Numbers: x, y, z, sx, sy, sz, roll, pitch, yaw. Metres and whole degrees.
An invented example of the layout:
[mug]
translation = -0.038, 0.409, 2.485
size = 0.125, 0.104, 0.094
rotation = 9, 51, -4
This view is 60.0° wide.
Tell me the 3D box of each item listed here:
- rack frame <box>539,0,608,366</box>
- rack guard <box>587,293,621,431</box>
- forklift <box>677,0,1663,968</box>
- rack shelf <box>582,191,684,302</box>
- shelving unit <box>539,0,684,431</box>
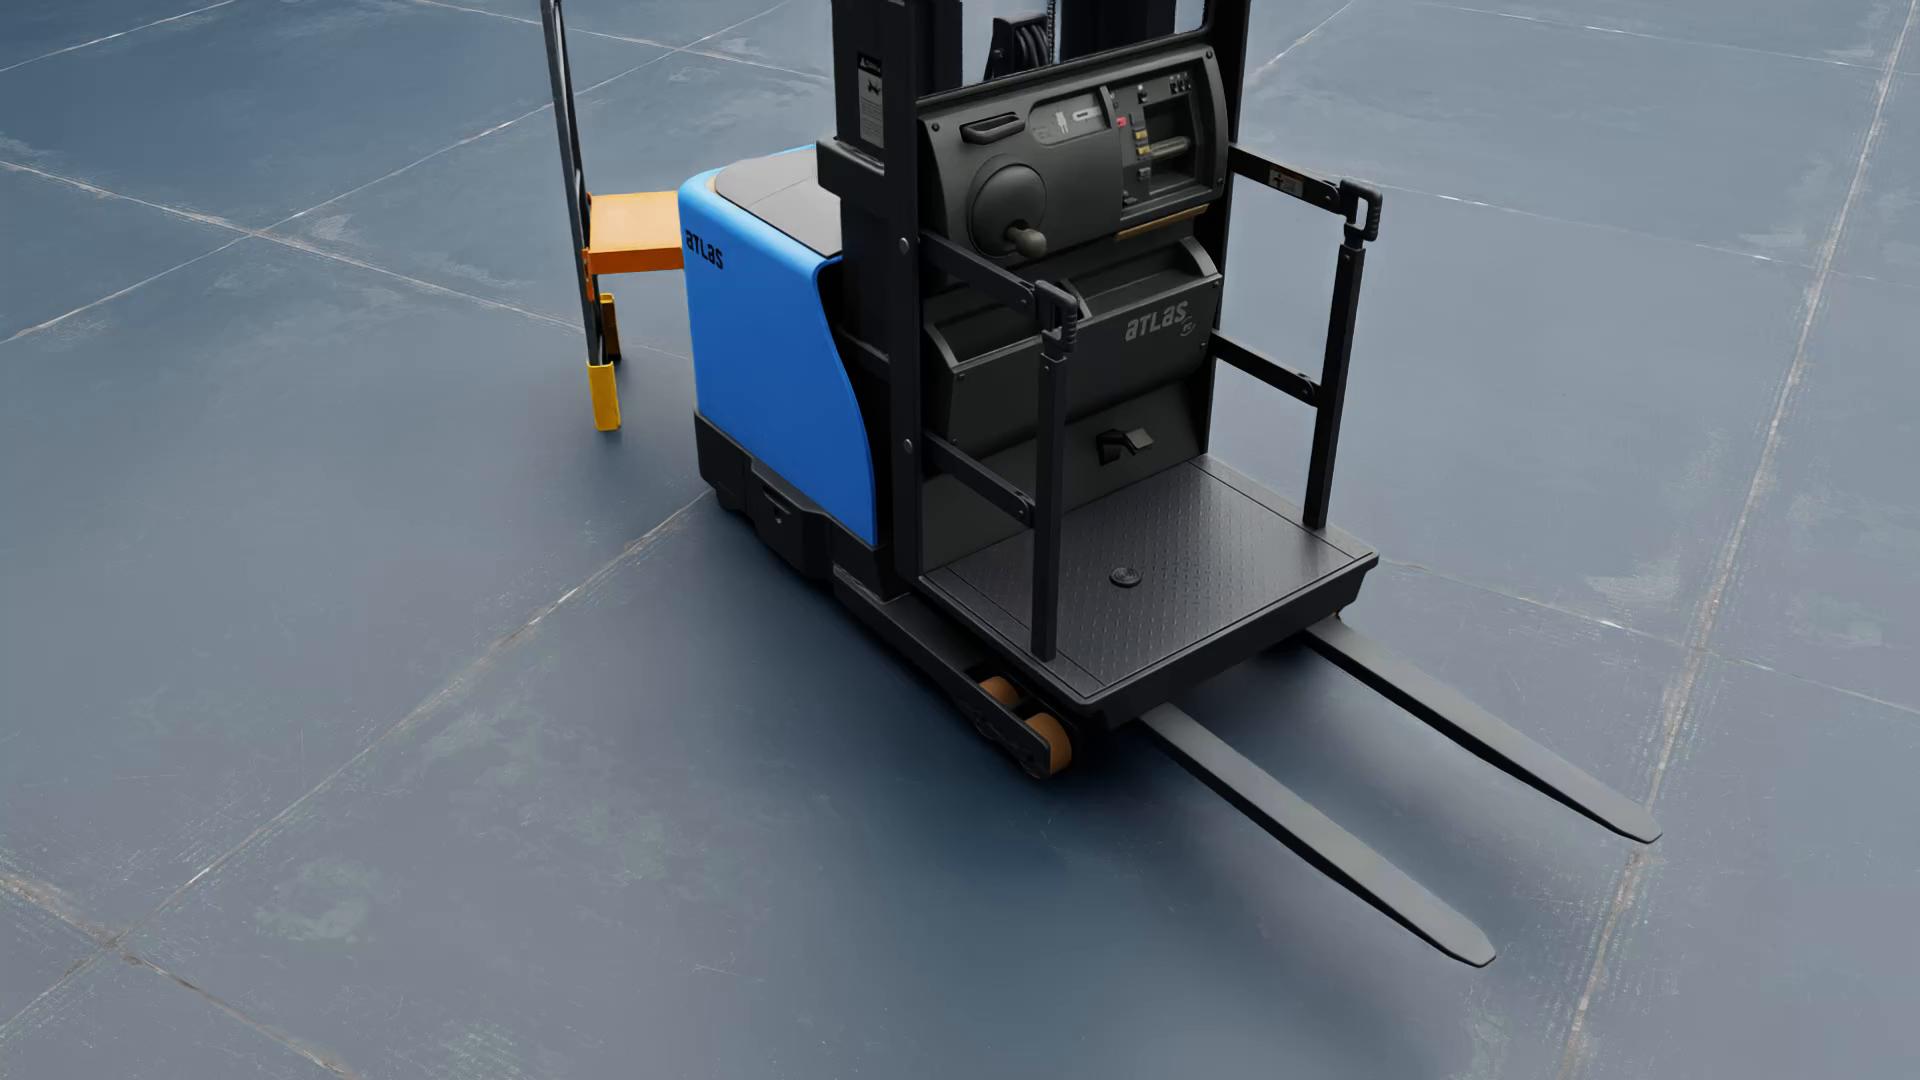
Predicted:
[rack frame]
translation = -1.301, -1.168, 5.651
size = 0.032, 1.500, 0.500
rotation = -5, 34, -8
[rack guard]
translation = -1.282, -0.650, 6.000
size = 0.087, 0.250, 0.587
rotation = -5, 34, -8
[forklift]
translation = 0.438, -0.914, 3.977
size = 1.130, 2.935, 3.031
rotation = -23, 40, -30
[rack shelf]
translation = -0.799, -1.065, 5.820
size = 1.000, 0.185, 0.538
rotation = -5, 34, -8
[shelving unit]
translation = -0.791, -1.215, 5.722
size = 1.083, 1.500, 0.587
rotation = -5, 34, -8
